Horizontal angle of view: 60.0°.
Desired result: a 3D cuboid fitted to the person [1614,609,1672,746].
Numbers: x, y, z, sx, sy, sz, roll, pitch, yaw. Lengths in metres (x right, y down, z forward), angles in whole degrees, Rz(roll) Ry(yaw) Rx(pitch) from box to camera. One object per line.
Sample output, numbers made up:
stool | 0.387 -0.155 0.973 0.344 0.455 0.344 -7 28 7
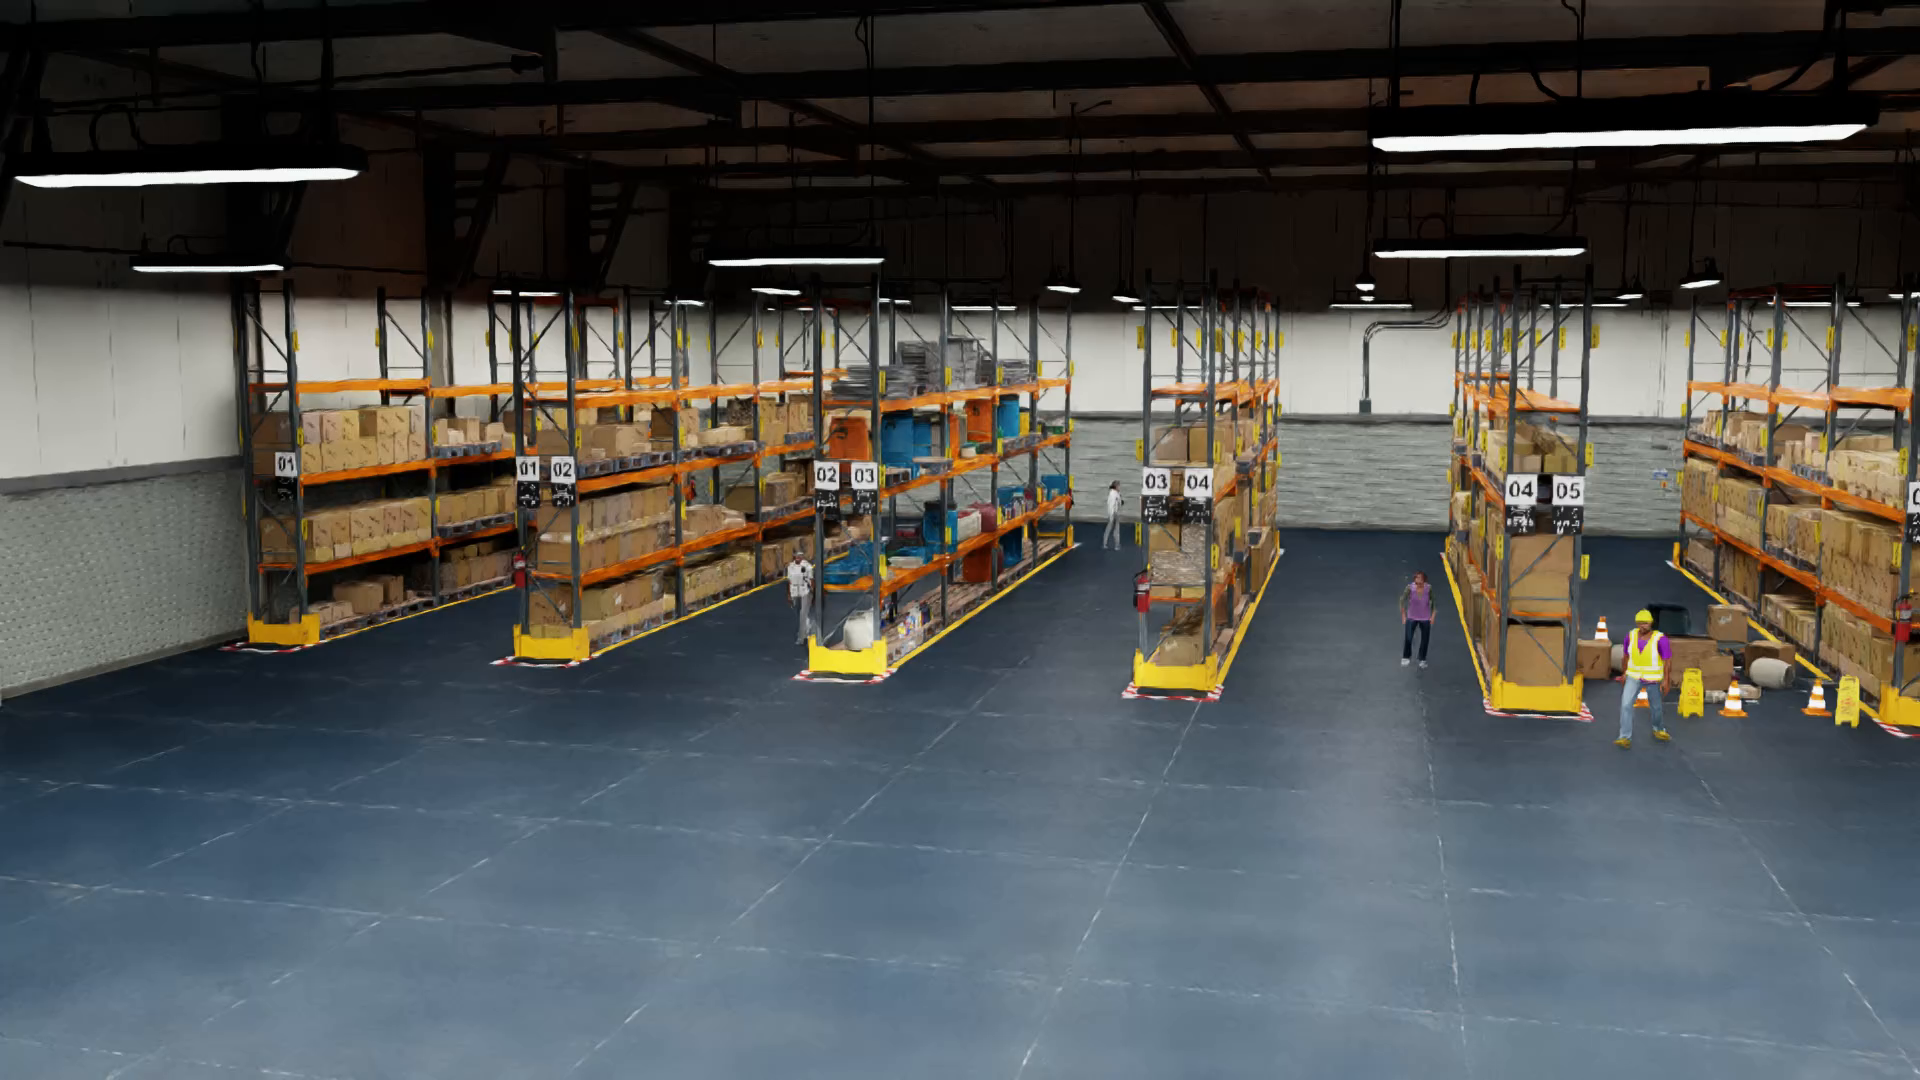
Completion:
person | 8.497 1.696 20.623 0.614 1.715 0.972 5 8 35

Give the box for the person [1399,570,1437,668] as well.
person | 7.005 1.200 25.456 0.566 1.541 0.519 1 7 11

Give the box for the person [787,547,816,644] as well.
person | -2.653 0.889 27.603 0.456 1.580 1.088 2 7 16

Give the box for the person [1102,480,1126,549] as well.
person | 3.689 -0.615 39.966 0.505 1.670 0.584 3 8 27
